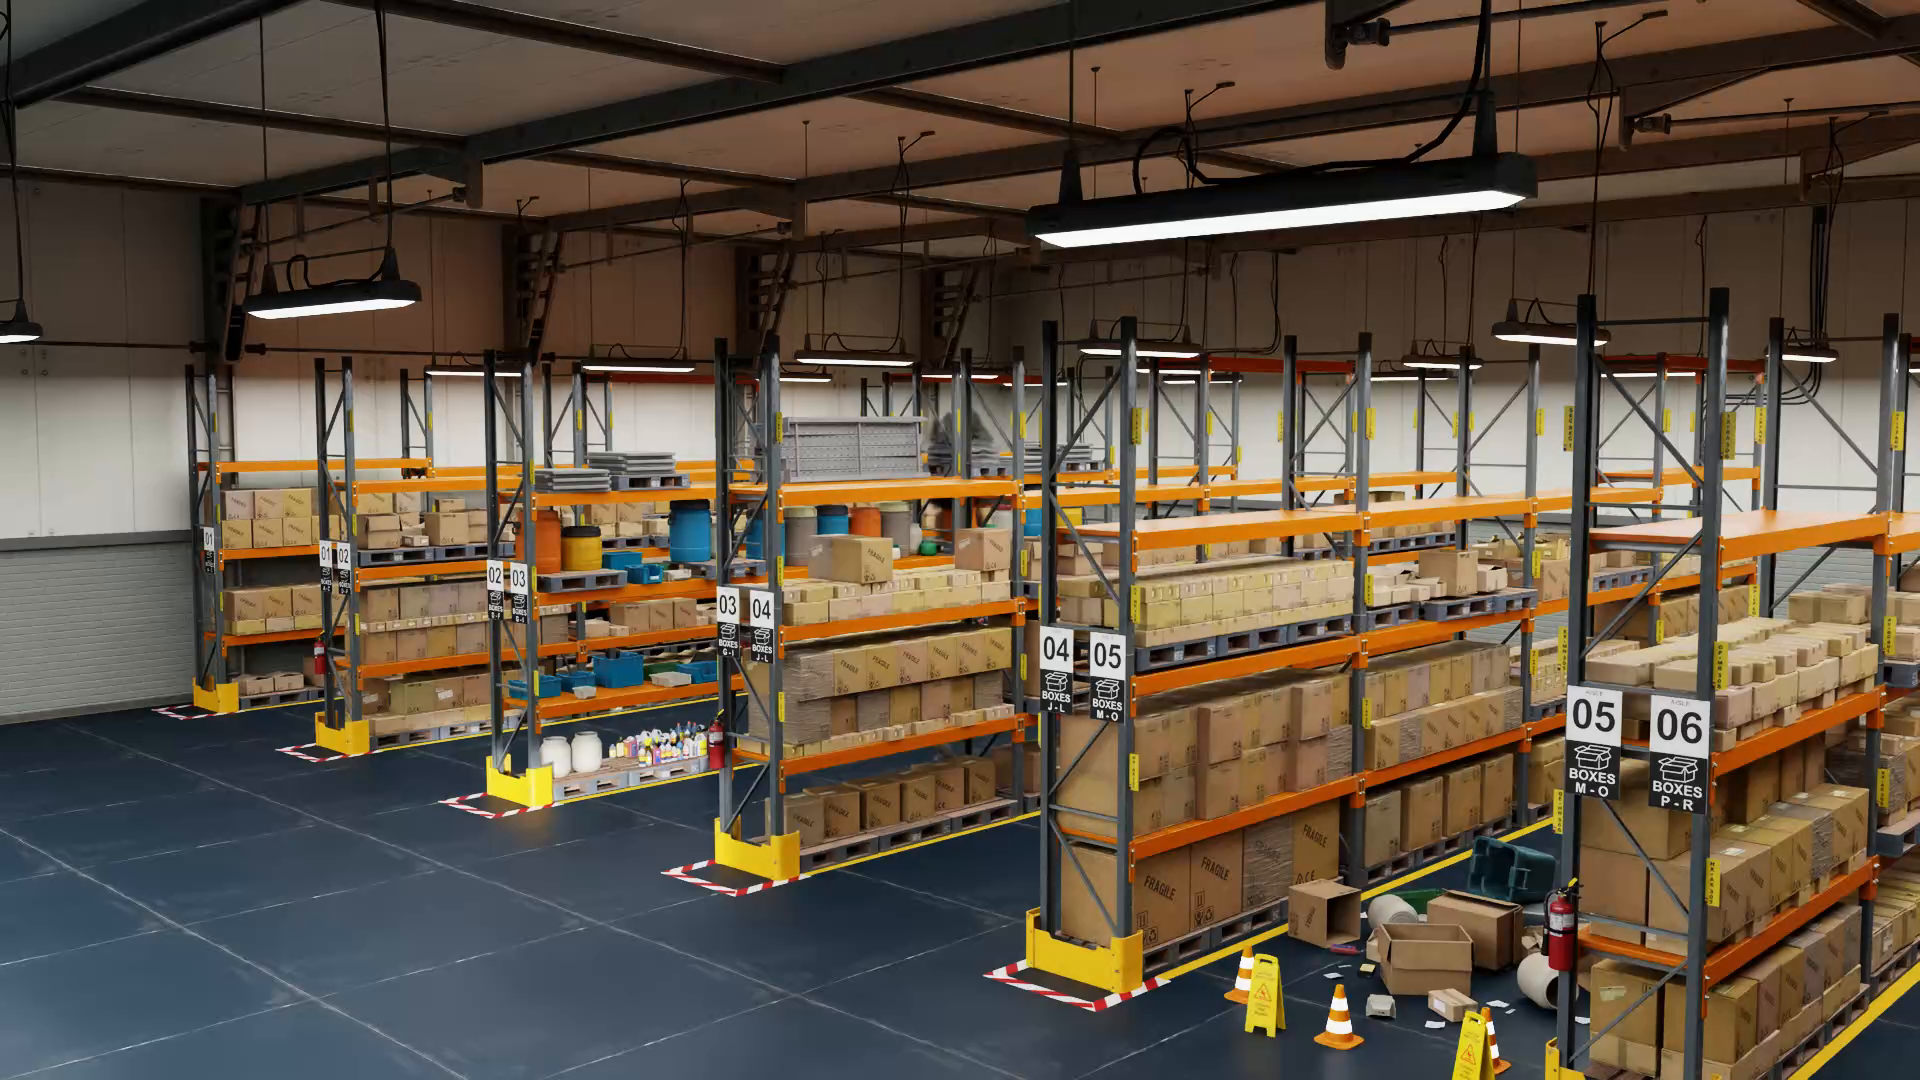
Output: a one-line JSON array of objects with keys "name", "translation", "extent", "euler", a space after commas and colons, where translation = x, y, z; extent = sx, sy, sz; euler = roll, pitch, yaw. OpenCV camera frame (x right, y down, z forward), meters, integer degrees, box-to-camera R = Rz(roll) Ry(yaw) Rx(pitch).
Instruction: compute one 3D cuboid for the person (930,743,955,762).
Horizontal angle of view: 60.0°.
[{"name": "person", "translation": [-0.391, 2.559, 23.892], "extent": [1.033, 1.522, 0.708], "euler": [-3, 5, -33]}]
